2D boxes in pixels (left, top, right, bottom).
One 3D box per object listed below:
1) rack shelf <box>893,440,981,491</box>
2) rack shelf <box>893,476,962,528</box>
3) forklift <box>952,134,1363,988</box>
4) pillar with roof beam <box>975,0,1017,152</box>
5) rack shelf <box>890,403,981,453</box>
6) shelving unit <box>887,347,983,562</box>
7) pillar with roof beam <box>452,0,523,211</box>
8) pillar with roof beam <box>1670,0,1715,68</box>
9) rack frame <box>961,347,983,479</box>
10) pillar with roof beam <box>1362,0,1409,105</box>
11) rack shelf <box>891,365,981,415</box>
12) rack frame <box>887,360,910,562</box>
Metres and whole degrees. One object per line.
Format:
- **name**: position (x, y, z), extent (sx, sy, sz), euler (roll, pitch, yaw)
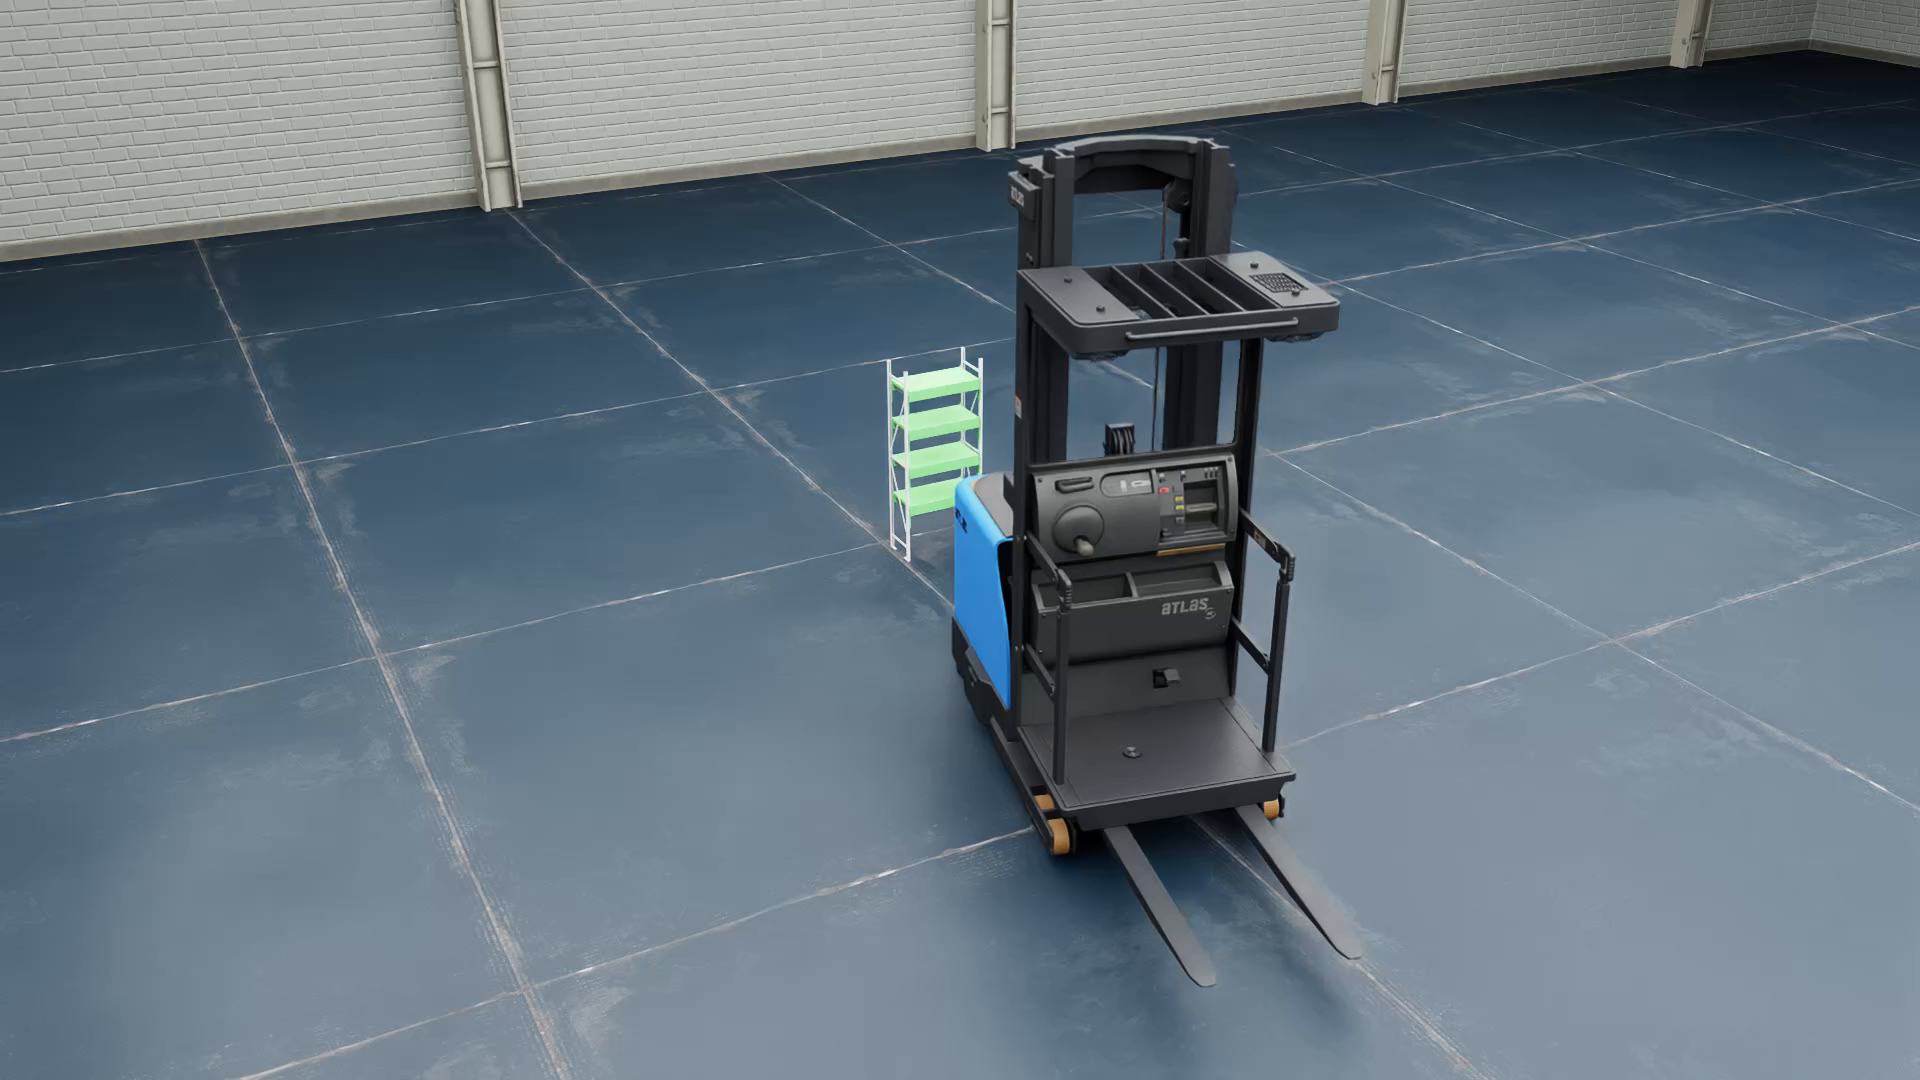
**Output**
- **rack shelf**: position (-0.146, -0.450, 9.948), extent (0.480, 0.148, 0.258), euler (-13, 29, -25)
- **rack shelf**: position (-0.146, -0.233, 10.052), extent (0.480, 0.148, 0.258), euler (-13, 29, -25)
- **forklift**: position (0.835, -0.113, 7.099), extent (1.130, 2.935, 3.031), euler (-7, 26, -14)
- **pillar with roof beam**: position (2.452, -7.175, 14.797), extent (0.400, 9.000, 9.100), euler (-13, 29, -25)
- **rack shelf**: position (-0.146, -0.666, 9.844), extent (0.480, 0.148, 0.258), euler (-13, 29, -25)
- **shelving unit**: position (-0.146, -0.507, 9.920), extent (0.503, 1.200, 0.258), euler (-13, 29, -25)
- **pillar with roof beam**: position (-2.842, -5.953, 12.251), extent (0.400, 9.000, 9.100), euler (-13, 29, -25)
- **pillar with roof beam**: position (13.040, -9.619, 19.887), extent (0.400, 9.000, 9.100), euler (-13, 29, -25)
- **rack frame**: position (0.069, -0.557, 10.024), extent (0.015, 1.200, 0.240), euler (-13, 29, -25)
- **pillar with roof beam**: position (7.746, -8.397, 17.342), extent (0.400, 9.000, 9.100), euler (-13, 29, -25)
- **rack shelf**: position (-0.146, -0.882, 9.740), extent (0.480, 0.148, 0.258), euler (-13, 29, -25)
- **rack frame**: position (-0.361, -0.457, 9.817), extent (0.015, 1.200, 0.240), euler (-13, 29, -25)
